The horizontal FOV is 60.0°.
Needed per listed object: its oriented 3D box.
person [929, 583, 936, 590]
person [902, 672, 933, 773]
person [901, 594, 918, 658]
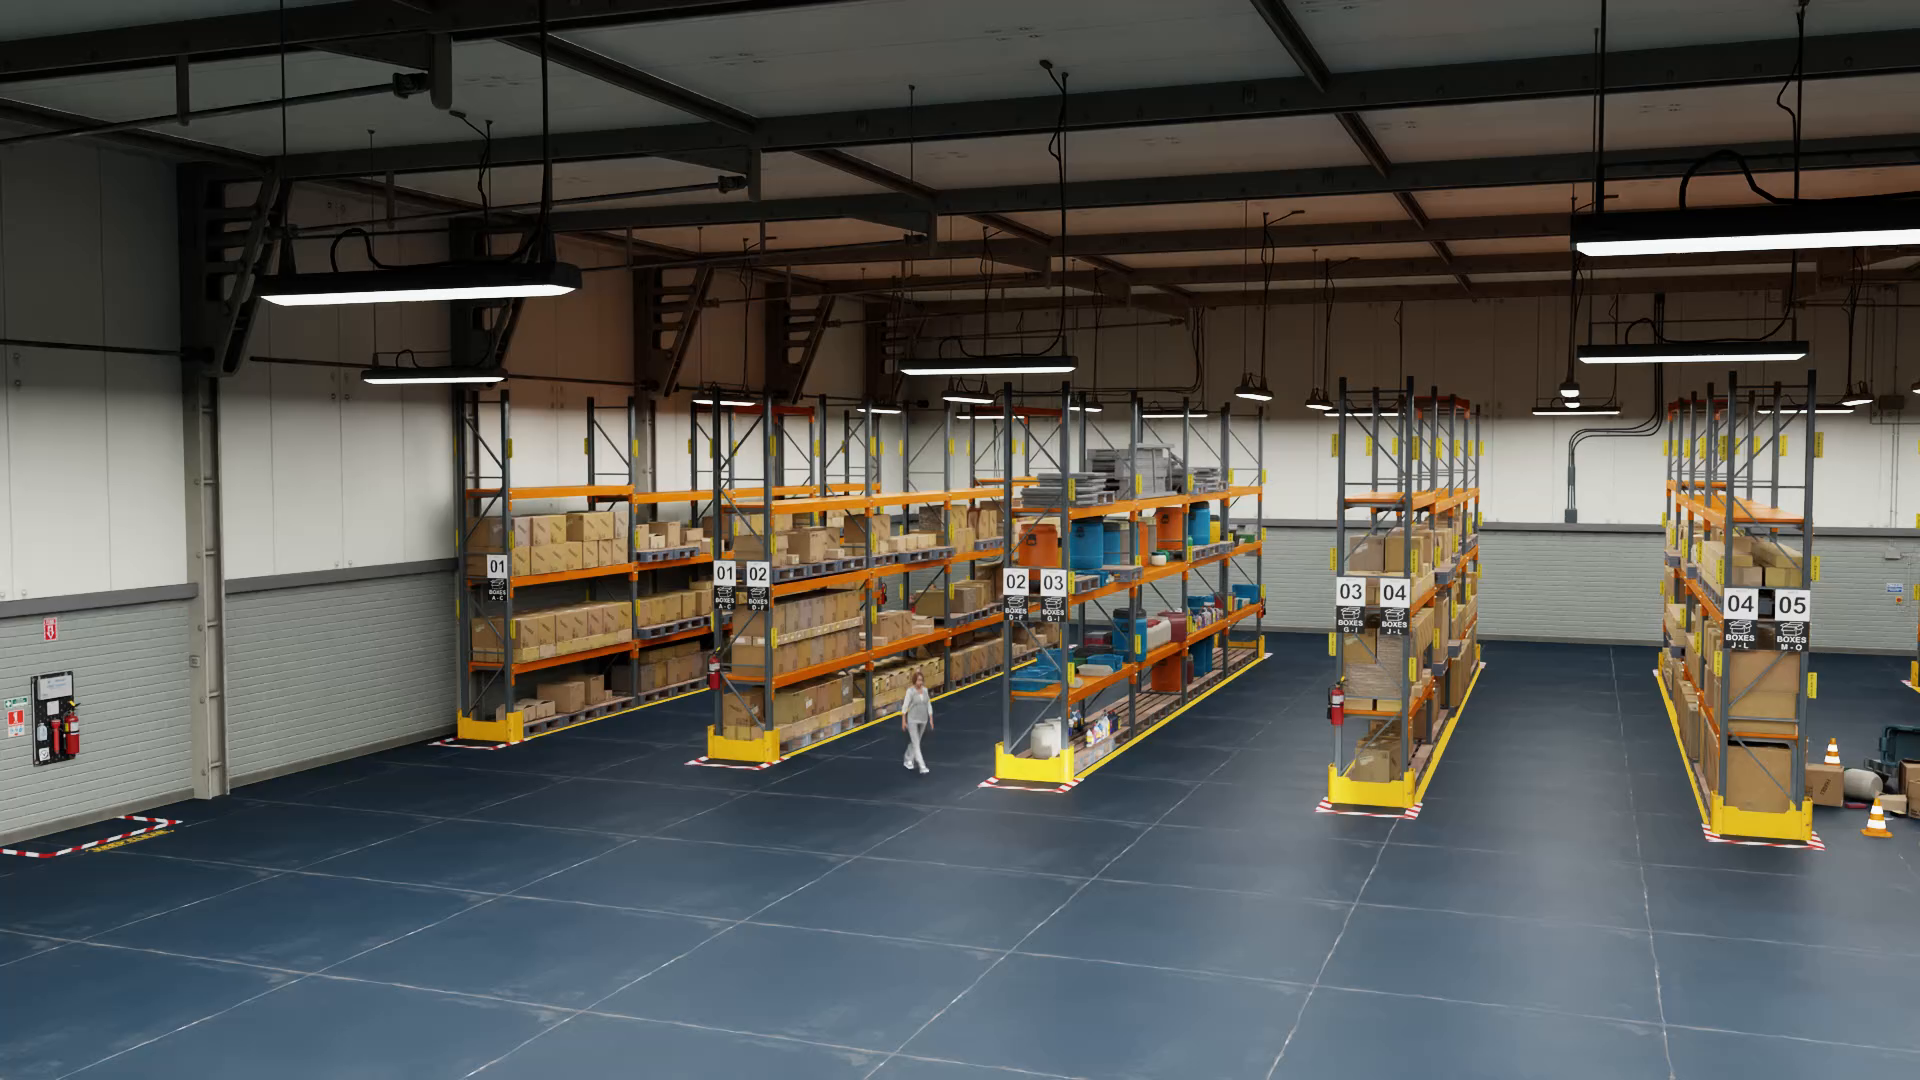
[{"bbox_3d":[-0.631,1.868,42.772,0.600,1.563,0.753,2,4,31],"label":"person"},{"bbox_3d":[-0.630,2.805,25.552,0.456,1.528,0.978,-2,4,-38],"label":"person"},{"bbox_3d":[-1.057,2.066,38.525,0.655,1.640,0.745,2,4,30],"label":"person"}]
